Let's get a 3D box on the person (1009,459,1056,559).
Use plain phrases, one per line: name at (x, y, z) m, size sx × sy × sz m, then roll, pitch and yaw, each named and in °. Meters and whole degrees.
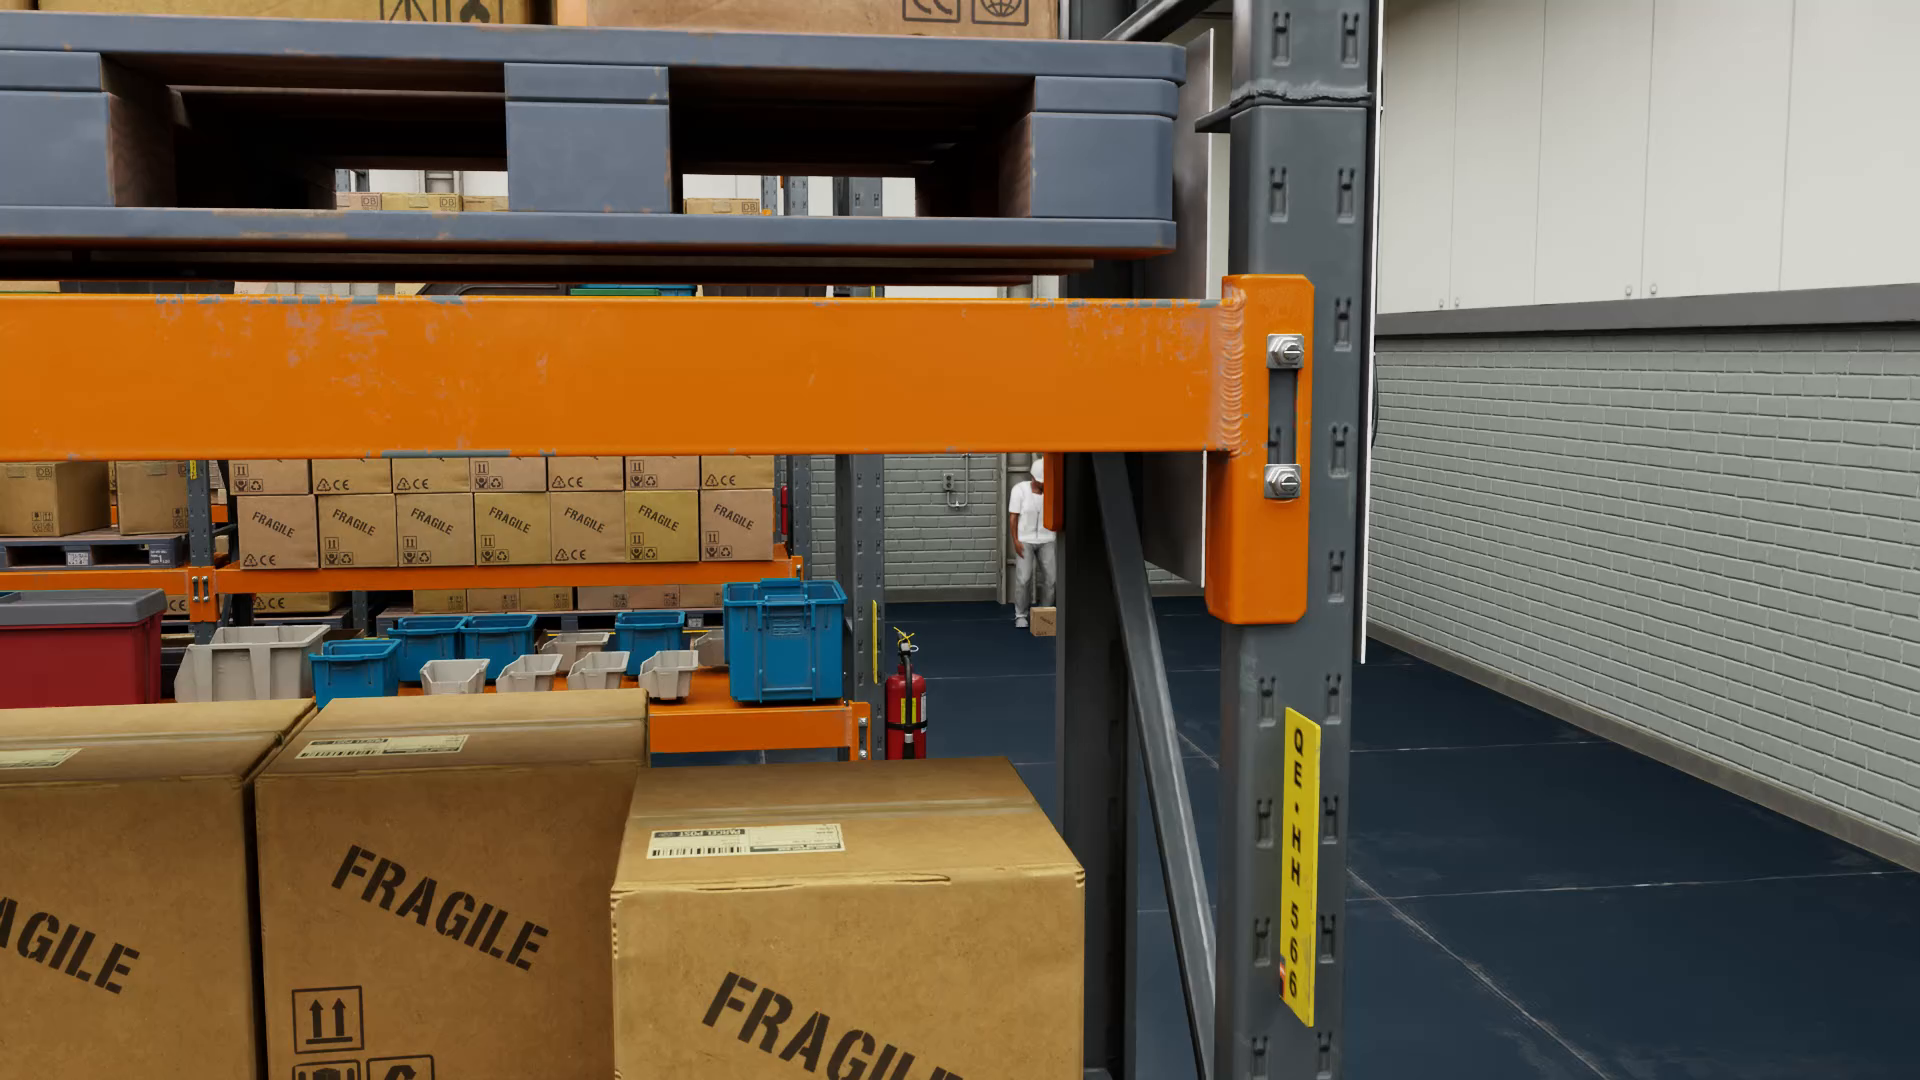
person at (0.788, -0.316, 16.628) m, size 0.599 × 0.998 × 0.491 m, roll -1°, pitch 6°, yaw -7°
